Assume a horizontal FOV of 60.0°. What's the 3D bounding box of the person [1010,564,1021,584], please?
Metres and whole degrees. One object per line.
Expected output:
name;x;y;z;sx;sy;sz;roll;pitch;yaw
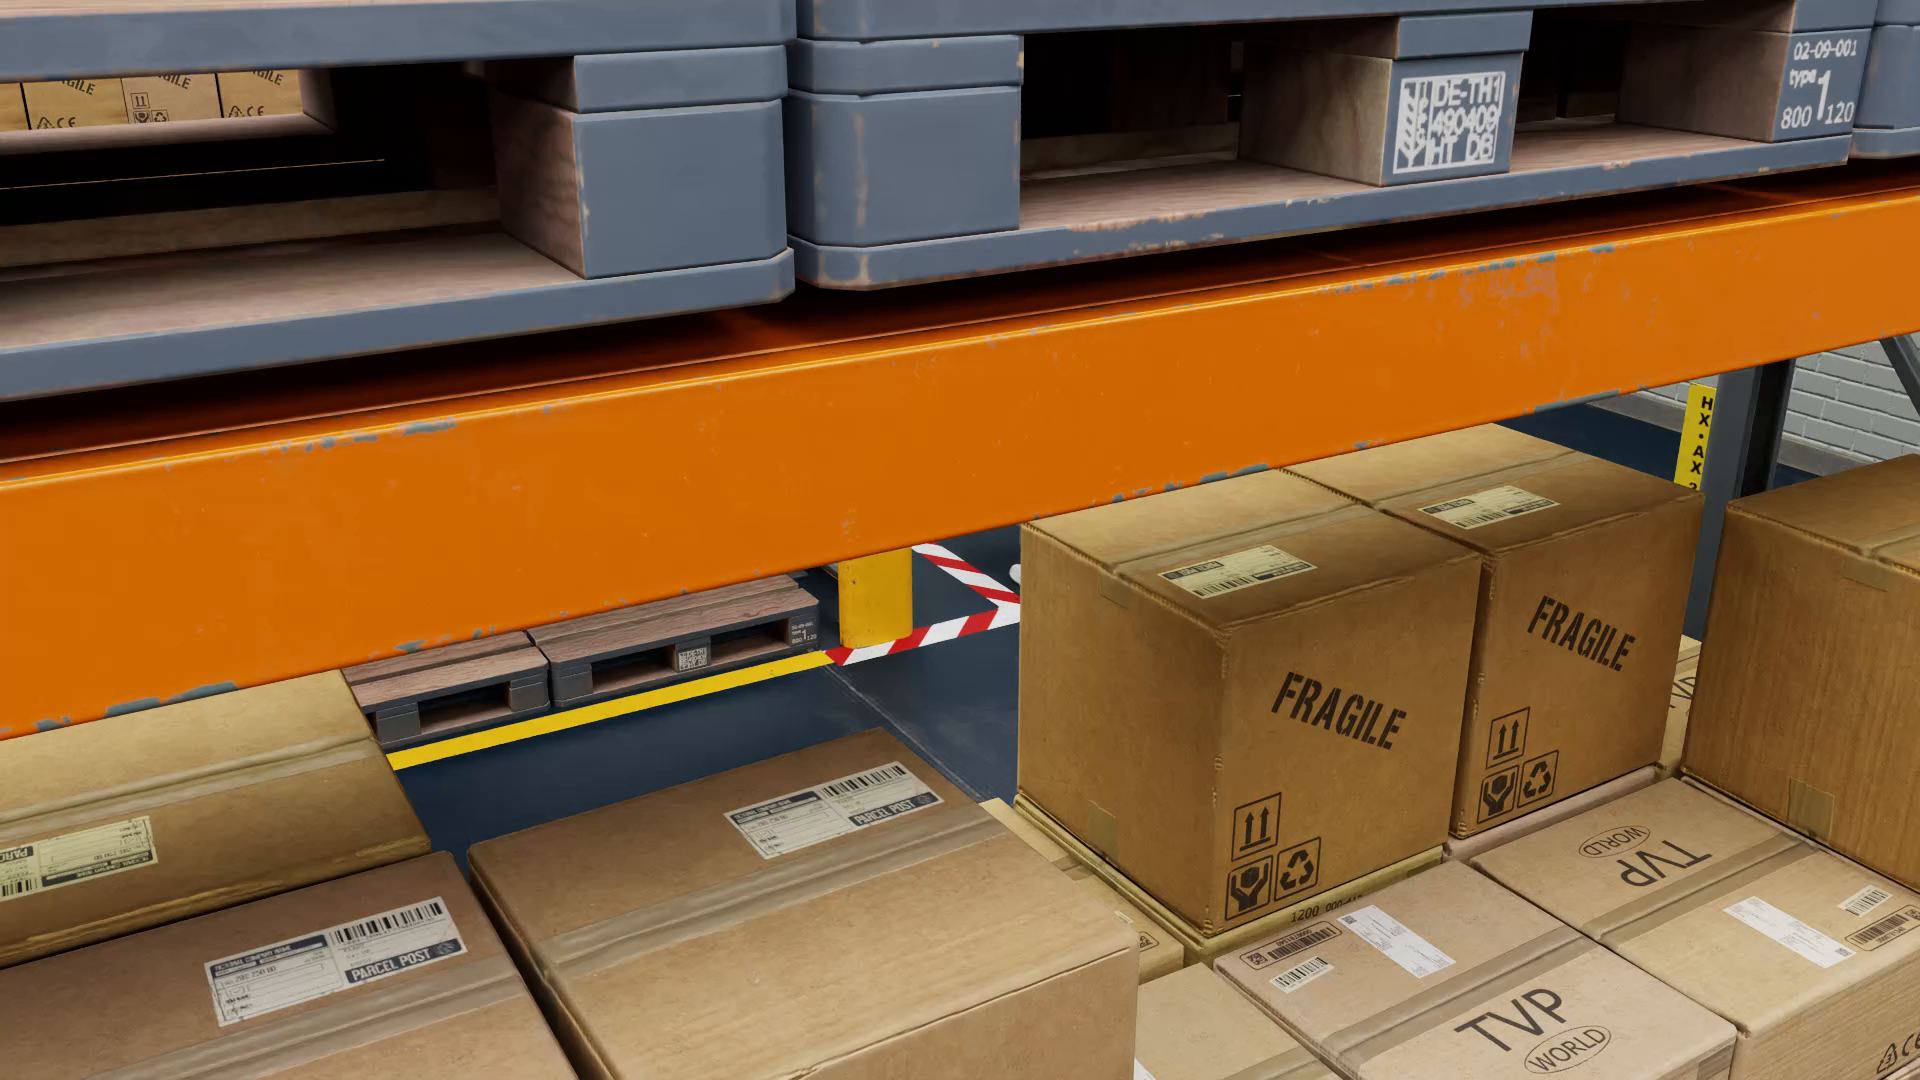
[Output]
person;0.454;-0.624;7.695;0.533;1.774;0.554;-15;26;-34
